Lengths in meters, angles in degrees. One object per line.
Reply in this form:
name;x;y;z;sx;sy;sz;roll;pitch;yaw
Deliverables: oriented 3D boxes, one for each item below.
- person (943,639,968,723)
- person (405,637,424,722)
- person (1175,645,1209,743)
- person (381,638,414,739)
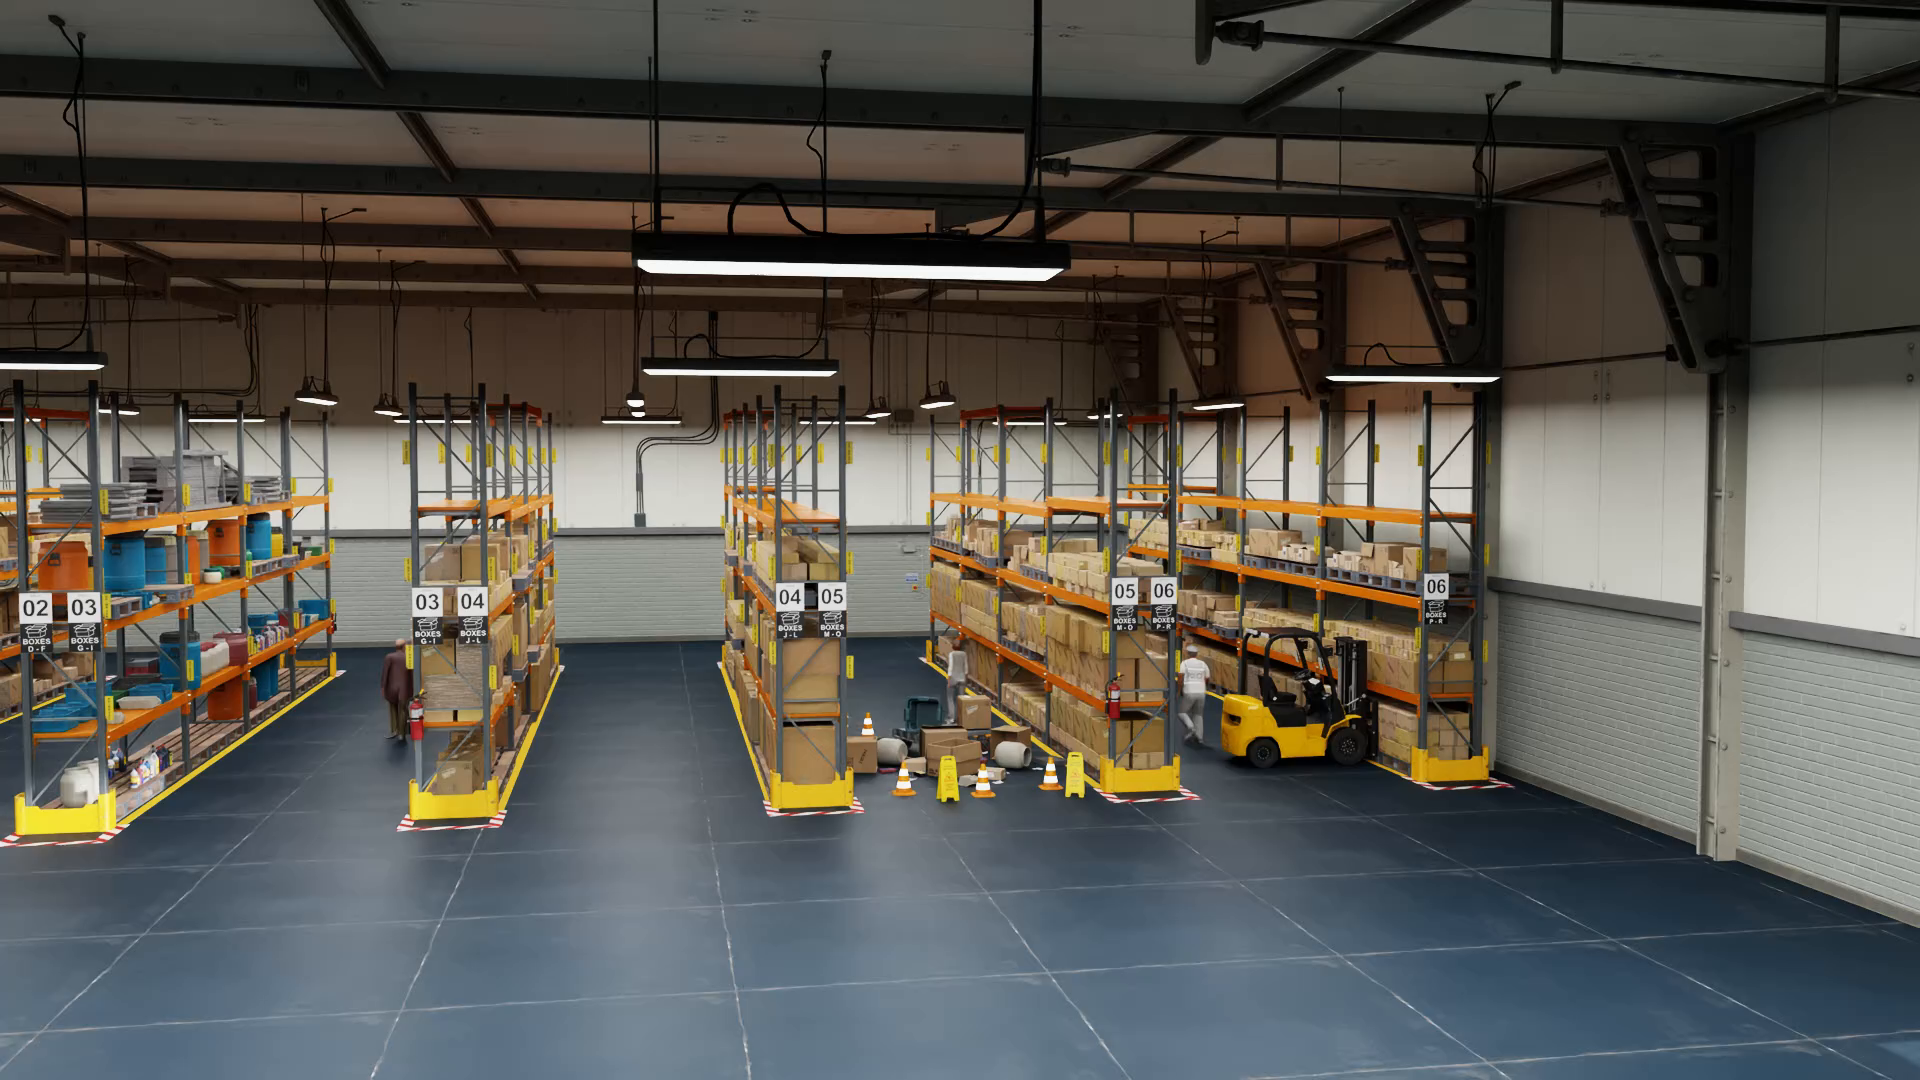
person;-0.033;2.673;30.969;0.438;1.597;0.621;-1;3;-21
person;-10.162;2.596;31.077;0.556;1.667;0.597;-1;3;-23
person;4.087;2.697;29.202;0.647;1.660;0.788;0;3;-10
person;-9.881;2.655;29.323;0.631;1.835;0.607;-1;3;-15
